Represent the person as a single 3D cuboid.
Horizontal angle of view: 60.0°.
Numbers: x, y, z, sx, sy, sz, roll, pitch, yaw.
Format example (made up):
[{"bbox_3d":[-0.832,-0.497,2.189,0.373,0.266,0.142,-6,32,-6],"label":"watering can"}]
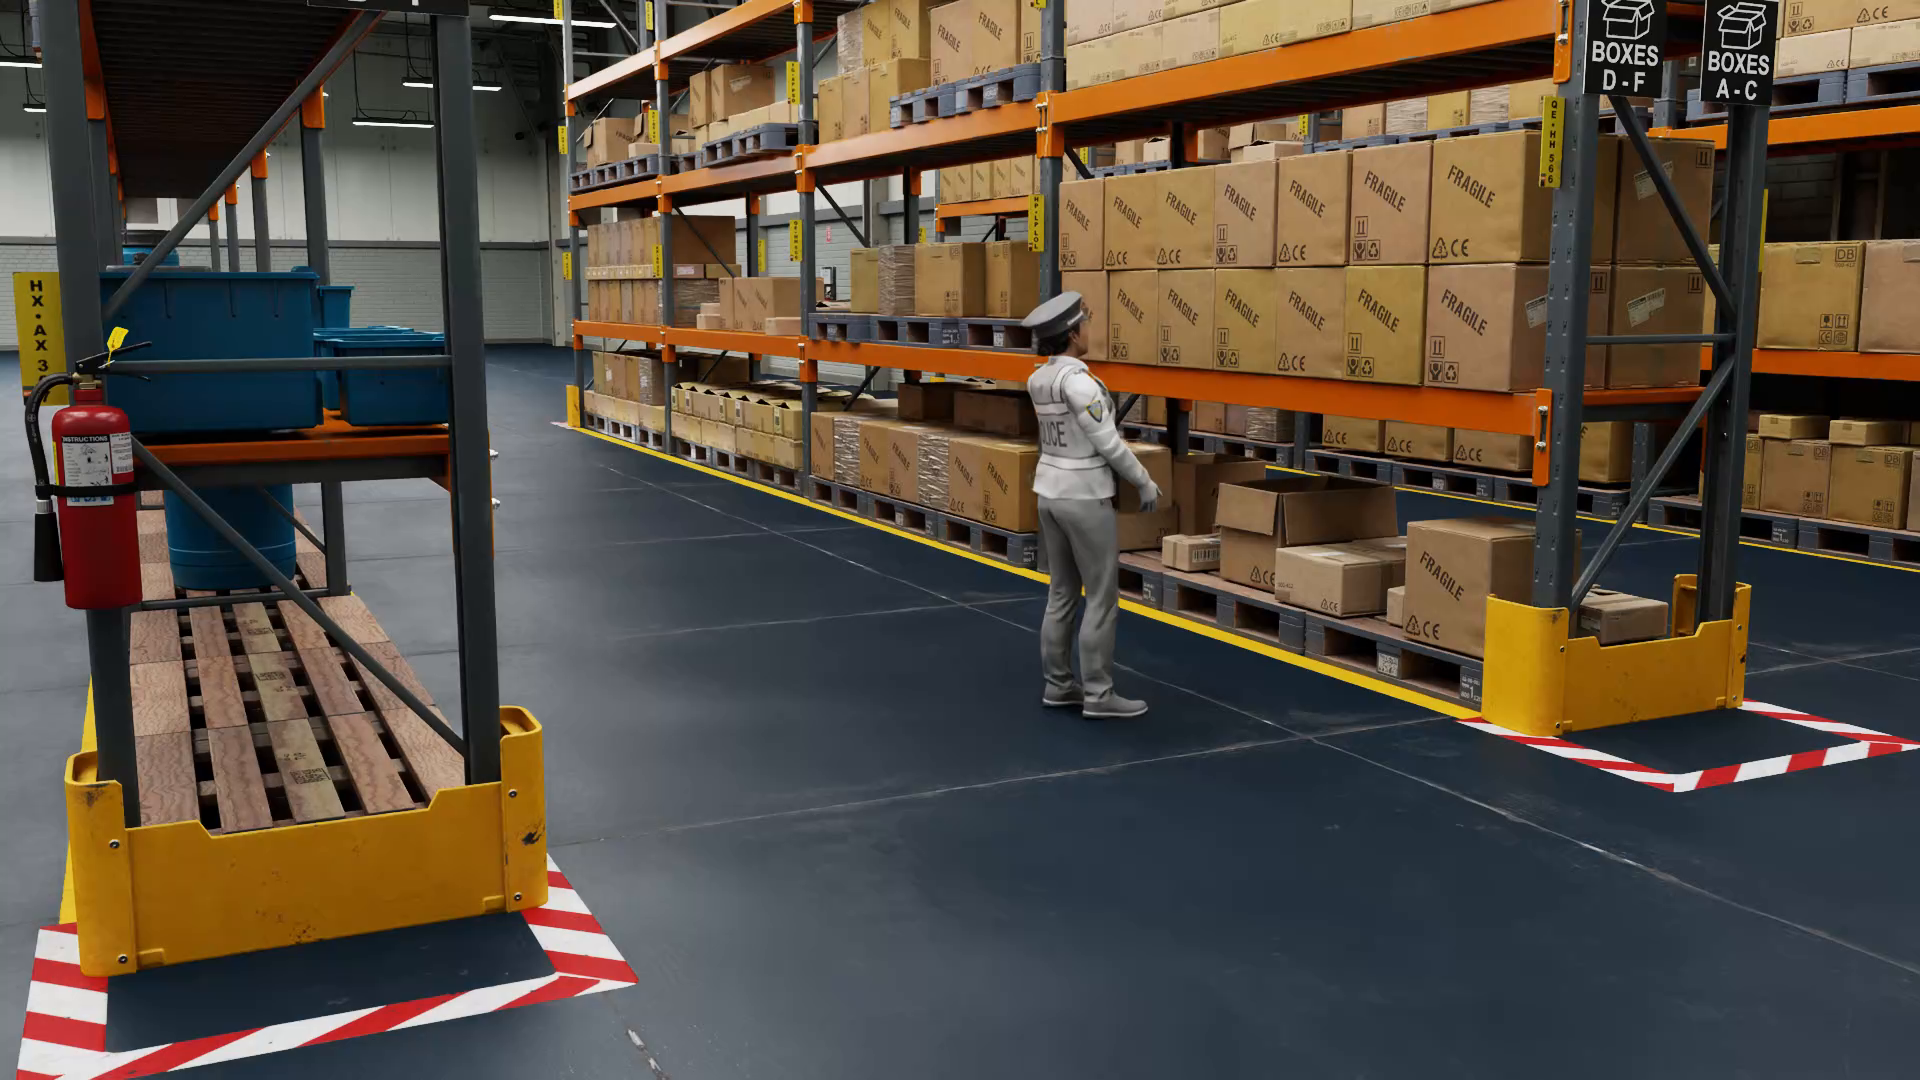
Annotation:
[{"bbox_3d":[0.512,-0.148,6.694,0.543,1.700,0.471,-4,9,-24],"label":"person"}]
